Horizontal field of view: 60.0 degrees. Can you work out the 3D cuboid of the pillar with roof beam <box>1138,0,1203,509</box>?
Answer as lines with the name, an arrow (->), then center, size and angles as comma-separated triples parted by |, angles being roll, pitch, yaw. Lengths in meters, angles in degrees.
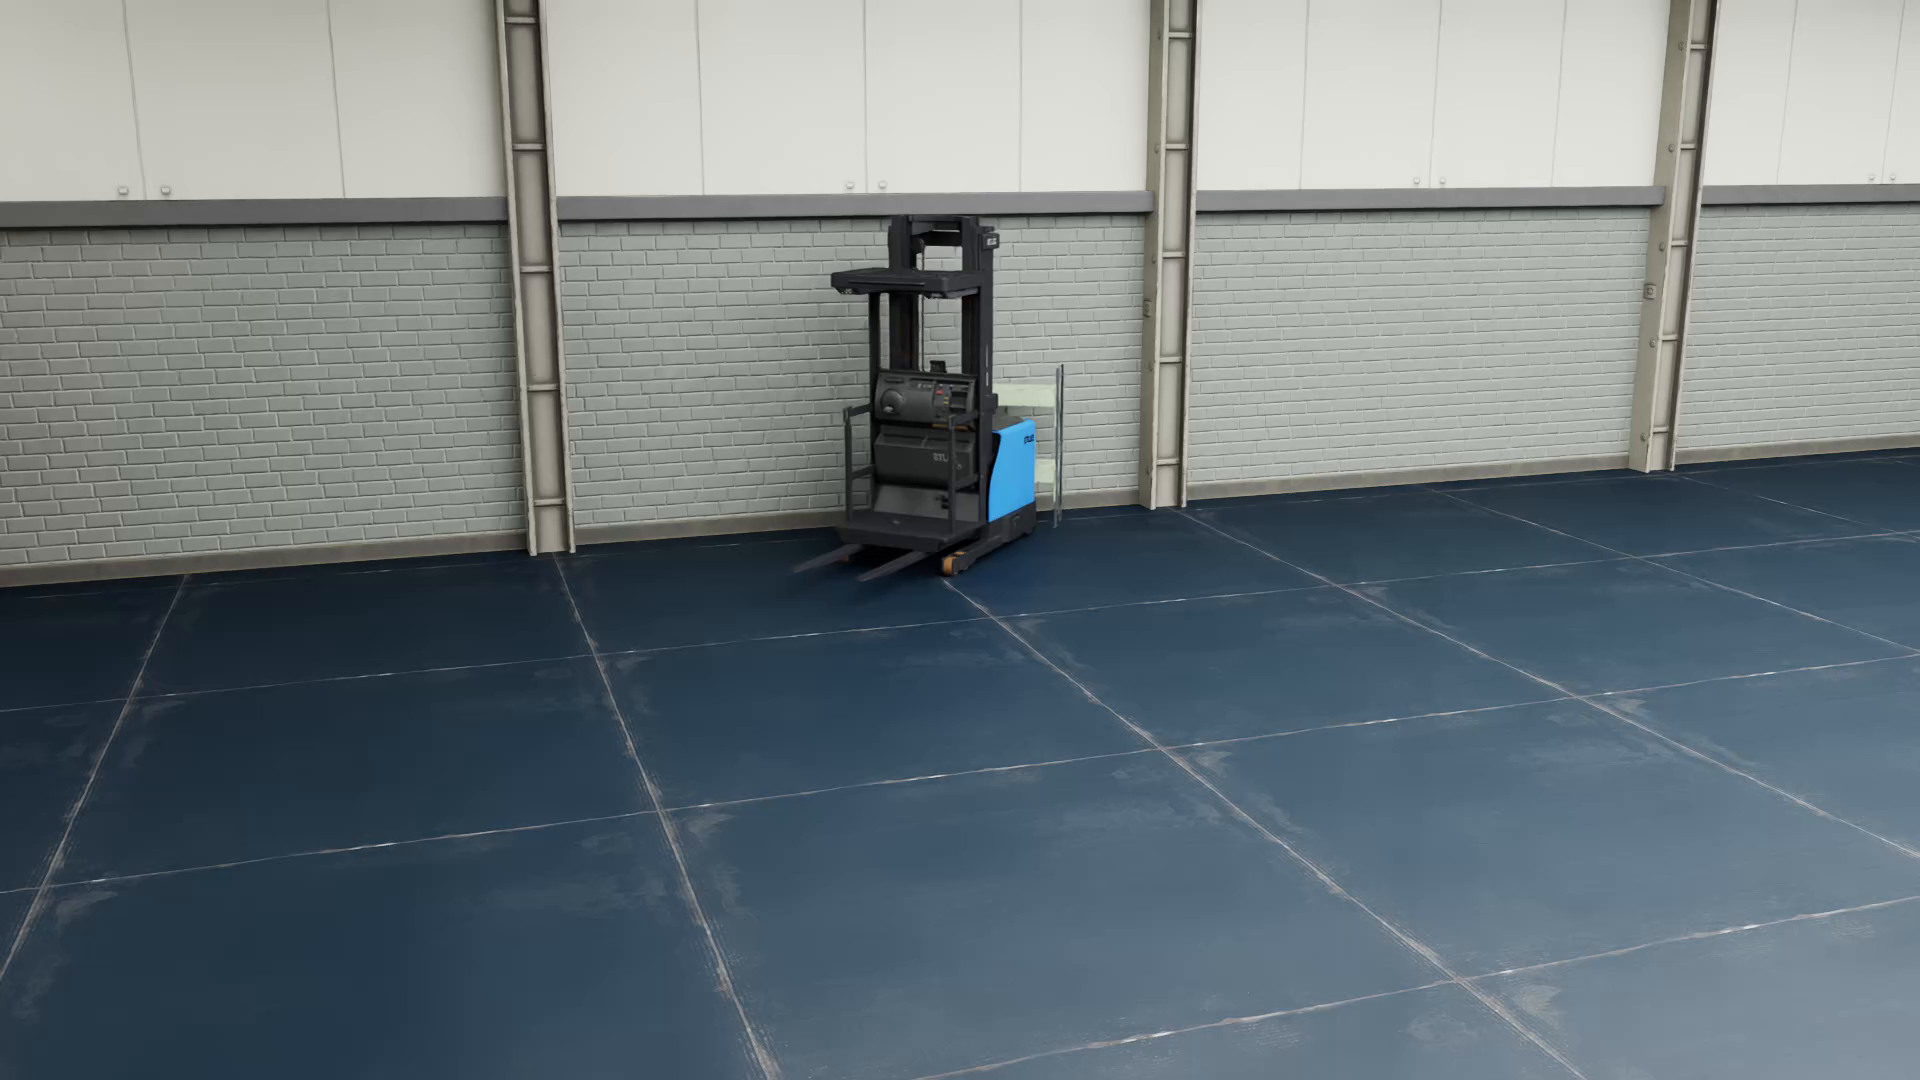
pillar with roof beam -> 3.406, -3.787, 11.723 | 0.400, 9.000, 9.100 | -4, 14, -18

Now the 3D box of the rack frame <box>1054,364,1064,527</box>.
rack frame -> 0.938, -0.896, 15.746 | 0.023, 1.500, 0.400 | 2, 12, 10

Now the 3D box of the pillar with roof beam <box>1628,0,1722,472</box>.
pillar with roof beam -> 9.092, -4.229, 13.585 | 0.400, 9.000, 9.100 | -4, 14, -18

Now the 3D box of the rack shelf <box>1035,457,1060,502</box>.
rack shelf -> 0.577, -0.591, 15.876 | 0.720, 0.370, 0.431 | 2, 12, 10

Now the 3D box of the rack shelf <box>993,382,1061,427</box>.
rack shelf -> 0.579, -1.292, 15.730 | 0.720, 0.370, 0.431 | 2, 12, 10

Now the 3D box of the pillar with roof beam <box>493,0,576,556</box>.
pillar with roof beam -> -2.281, -3.344, 9.861 | 0.400, 9.000, 9.100 | -4, 14, -18

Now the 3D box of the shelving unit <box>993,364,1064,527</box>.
shelving unit -> 0.578, -0.910, 15.810 | 0.755, 1.500, 0.431 | 2, 12, 10

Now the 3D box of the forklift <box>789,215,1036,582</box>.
forklift -> -0.395, -1.240, 14.127 | 1.130, 2.935, 3.031 | 6, 15, 25
